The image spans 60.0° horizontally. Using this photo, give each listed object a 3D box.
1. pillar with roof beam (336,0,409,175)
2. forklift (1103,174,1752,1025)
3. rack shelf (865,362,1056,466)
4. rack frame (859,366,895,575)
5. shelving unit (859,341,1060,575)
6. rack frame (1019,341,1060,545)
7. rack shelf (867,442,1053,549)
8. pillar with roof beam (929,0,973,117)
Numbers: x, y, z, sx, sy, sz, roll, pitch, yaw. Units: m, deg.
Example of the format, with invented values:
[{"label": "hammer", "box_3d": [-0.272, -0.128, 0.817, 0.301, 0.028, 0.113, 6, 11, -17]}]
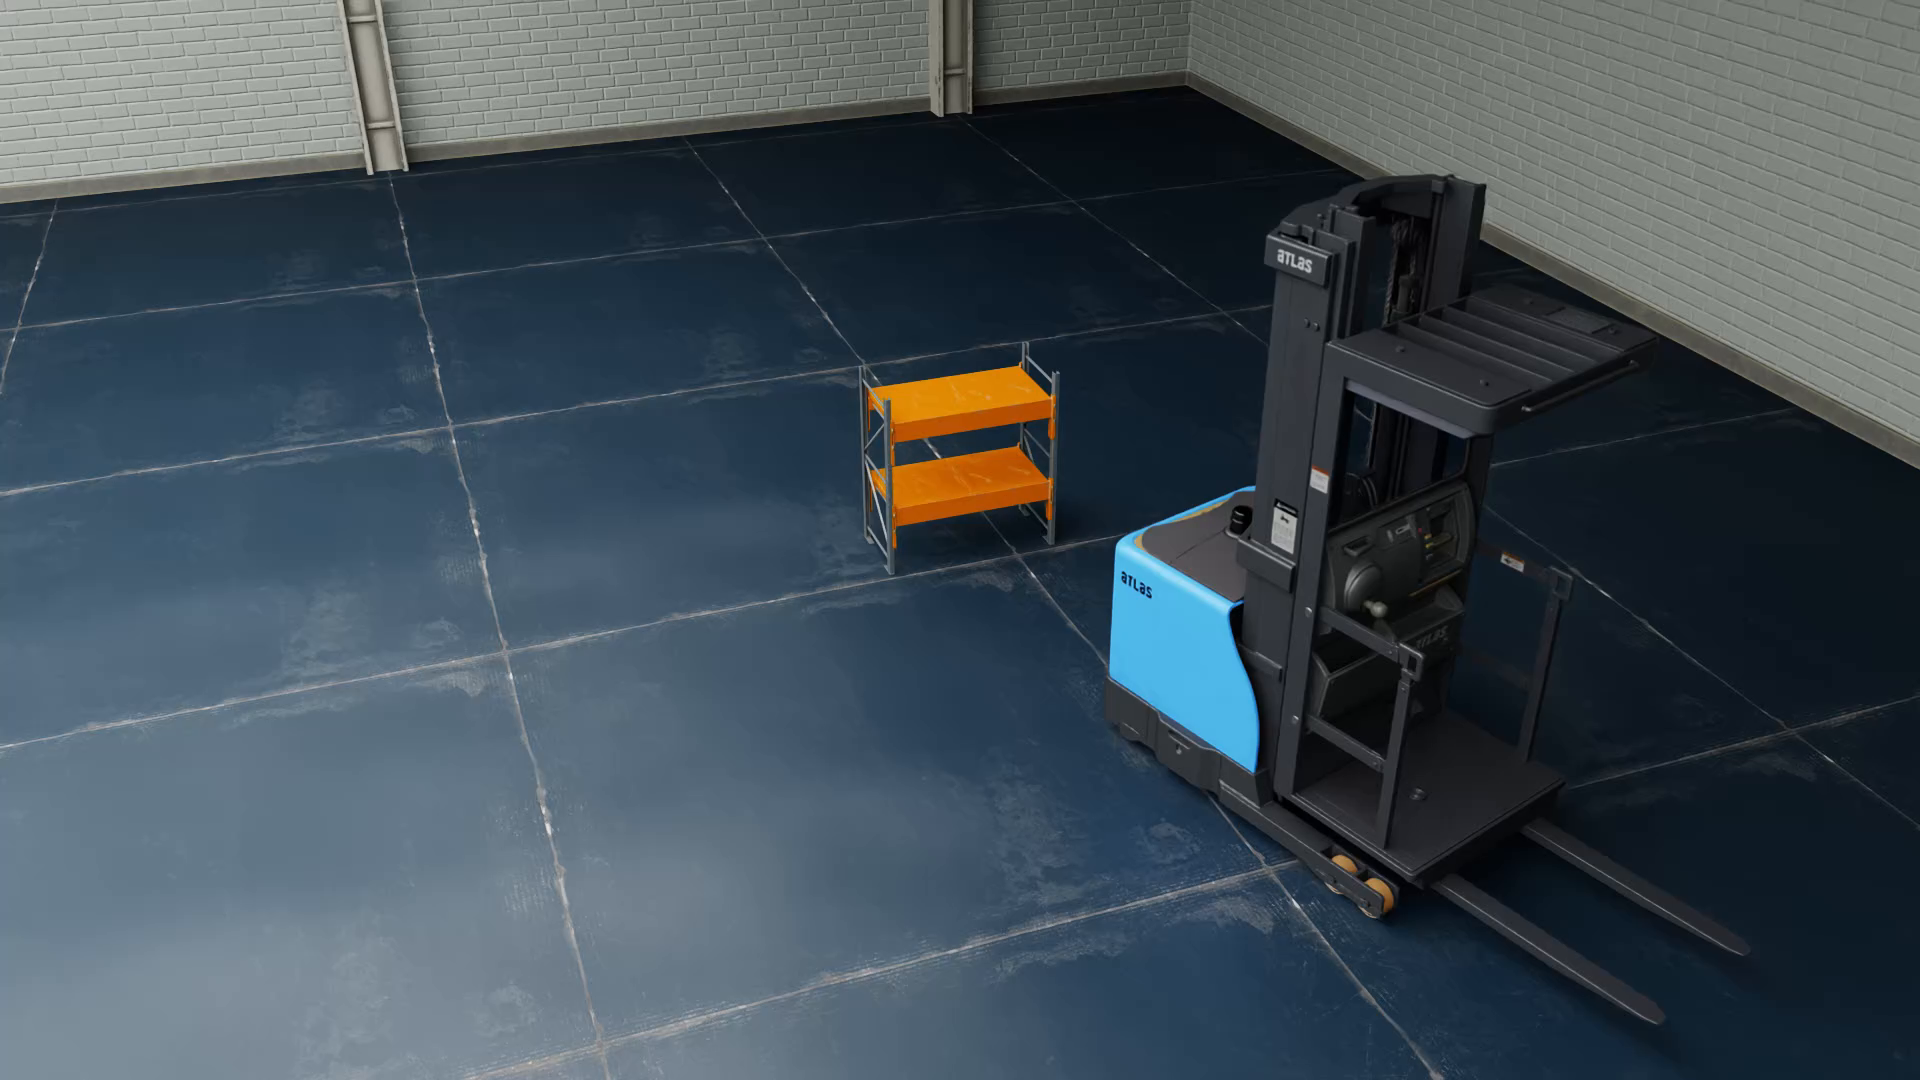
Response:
[{"label": "pillar with roof beam", "box_3d": [-4.219, -5.627, 10.887, 0.400, 9.000, 9.100, -10, 31, -18]}, {"label": "forklift", "box_3d": [2.024, 0.087, 6.986, 1.130, 2.935, 3.031, -21, 36, -32]}, {"label": "rack shelf", "box_3d": [-0.006, -0.742, 9.675, 1.000, 0.278, 0.538, -10, 31, -18]}, {"label": "rack frame", "box_3d": [-0.483, -0.400, 9.666, 0.032, 1.125, 0.500, -10, 31, -18]}, {"label": "shelving unit", "box_3d": [-0.006, -0.488, 9.820, 1.048, 1.125, 0.538, -10, 31, -18]}, {"label": "rack frame", "box_3d": [0.470, -0.575, 9.974, 0.032, 1.125, 0.500, -10, 31, -18]}, {"label": "rack shelf", "box_3d": [-0.006, -0.275, 9.941, 1.000, 0.278, 0.538, -10, 31, -18]}, {"label": "pillar with roof beam", "box_3d": [1.404, -6.663, 12.705, 0.400, 9.000, 9.100, -10, 31, -18]}]
